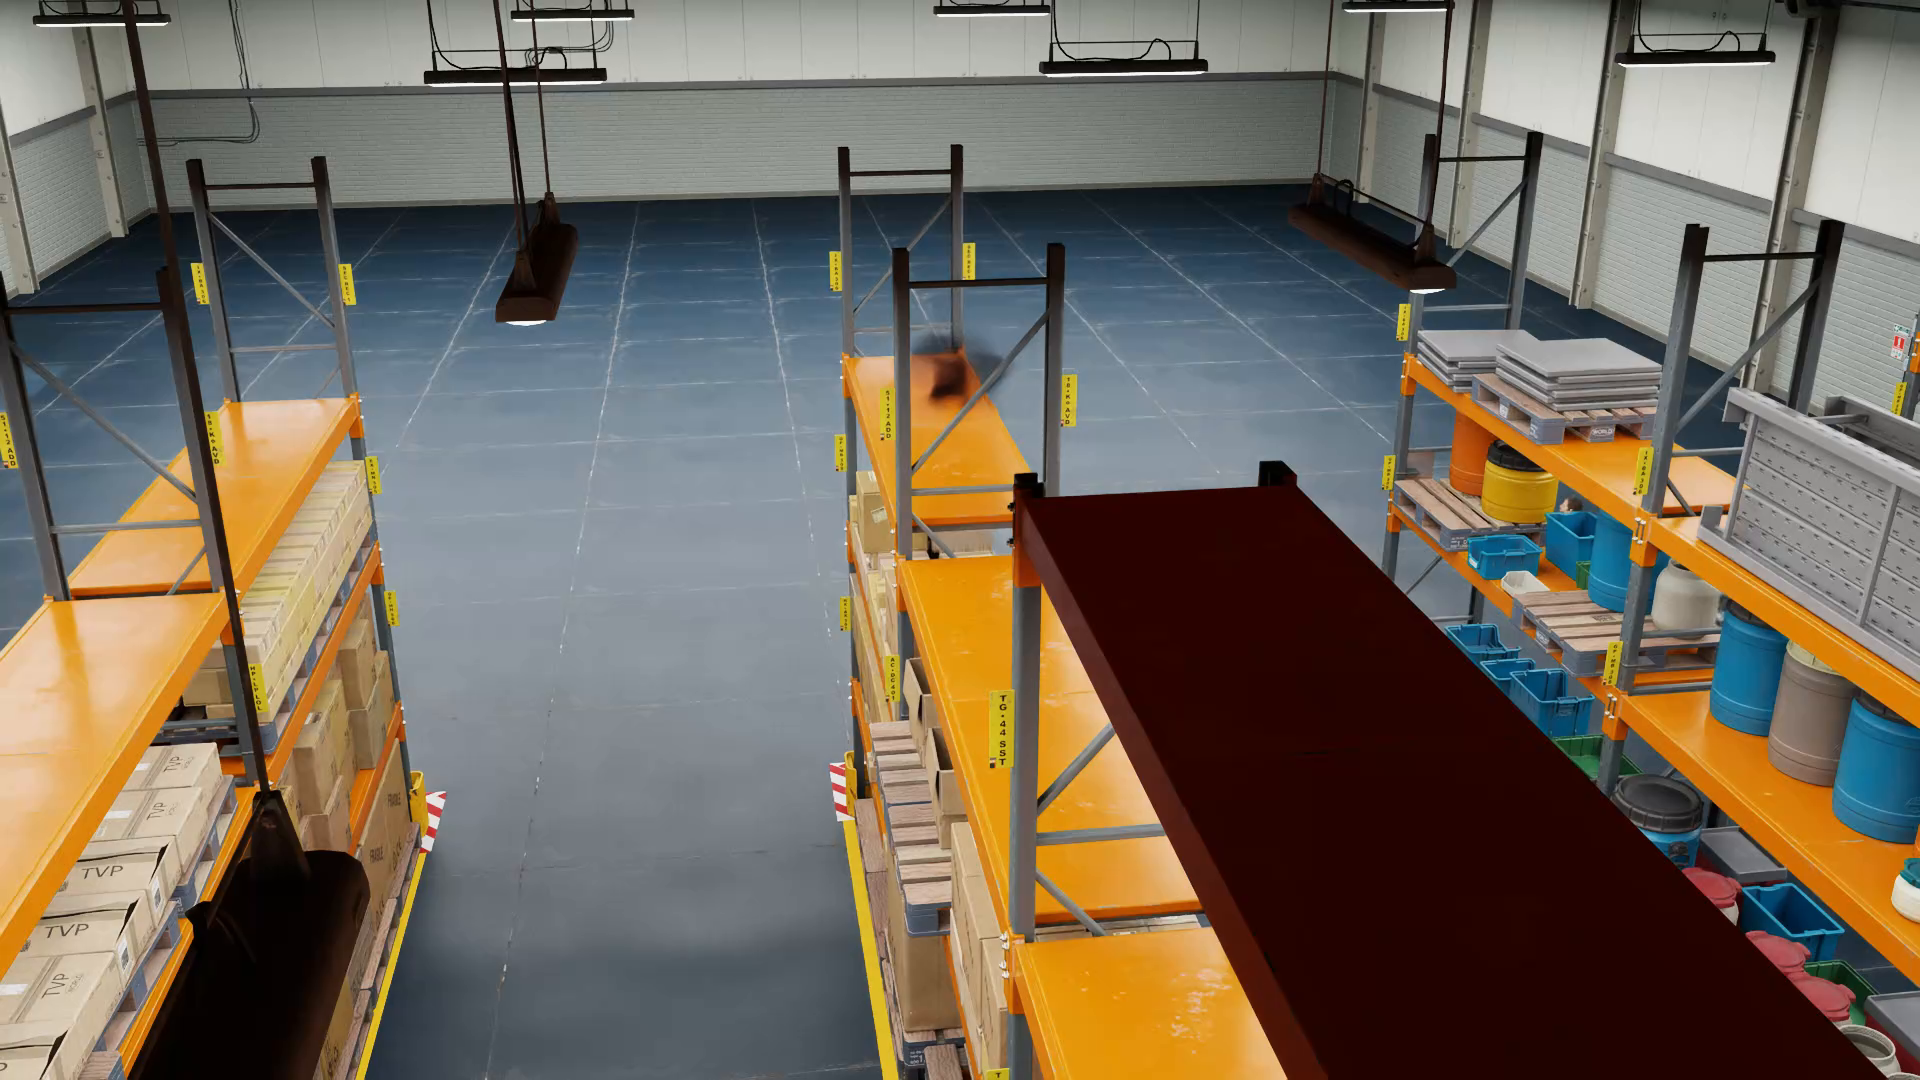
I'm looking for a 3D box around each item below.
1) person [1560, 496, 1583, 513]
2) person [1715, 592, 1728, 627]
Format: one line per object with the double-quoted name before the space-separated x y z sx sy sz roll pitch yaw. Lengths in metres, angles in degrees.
"person" 6.793 0.275 18.766 0.548 1.627 0.585 8 23 20
"person" 8.356 0.495 18.287 0.549 1.560 0.574 9 23 21
